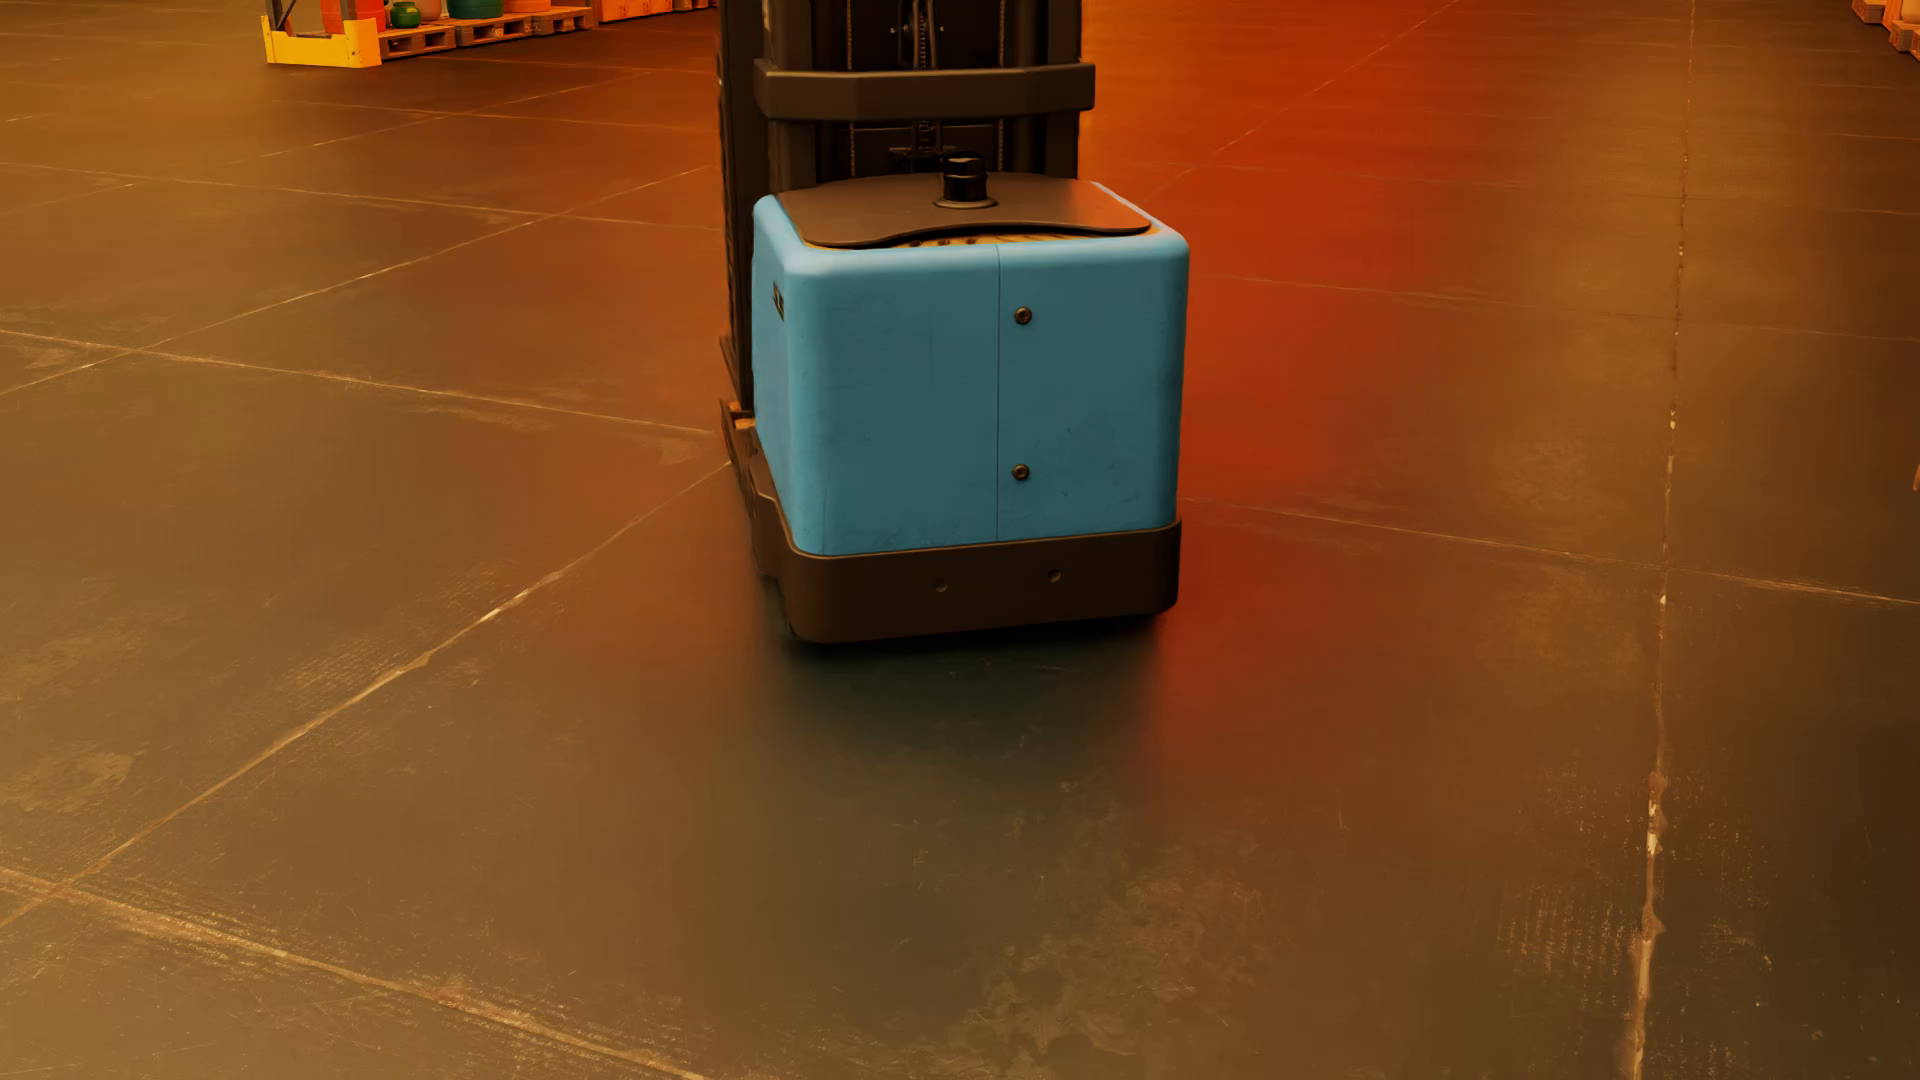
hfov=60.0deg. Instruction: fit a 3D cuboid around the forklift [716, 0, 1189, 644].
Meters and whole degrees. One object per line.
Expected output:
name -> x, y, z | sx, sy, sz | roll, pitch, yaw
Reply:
forklift -> -0.228, -1.625, 5.180 | 1.130, 2.935, 3.031 | -5, 23, -11
